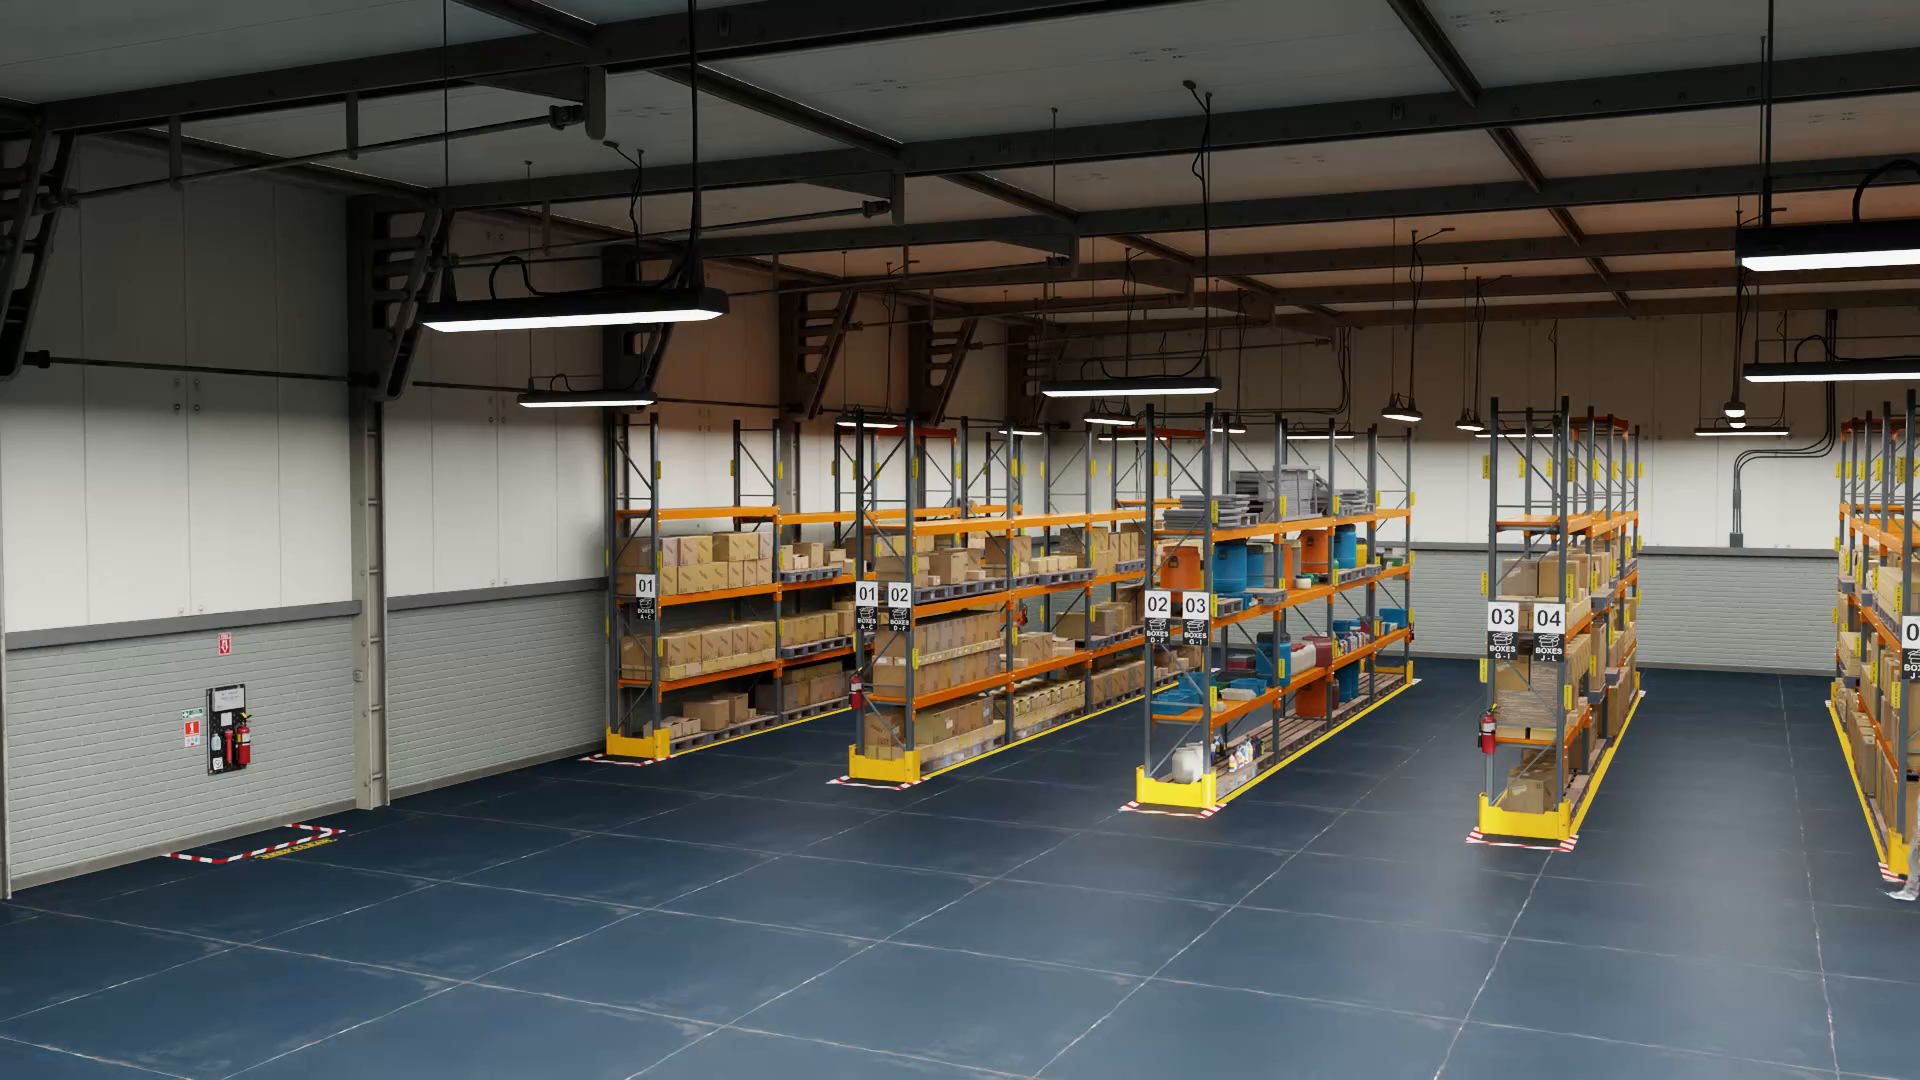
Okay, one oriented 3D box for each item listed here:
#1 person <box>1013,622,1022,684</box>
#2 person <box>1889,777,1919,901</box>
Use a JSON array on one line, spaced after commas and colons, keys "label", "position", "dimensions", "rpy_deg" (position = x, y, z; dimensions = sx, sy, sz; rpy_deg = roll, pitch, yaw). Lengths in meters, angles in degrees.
[{"label": "person", "position": [1.218, 2.622, 35.894], "dimensions": [0.419, 1.724, 0.578], "rpy_deg": [1, 2, 15]}, {"label": "person", "position": [11.220, 3.400, 19.192], "dimensions": [0.802, 1.572, 0.375], "rpy_deg": [0, 2, 6]}]
